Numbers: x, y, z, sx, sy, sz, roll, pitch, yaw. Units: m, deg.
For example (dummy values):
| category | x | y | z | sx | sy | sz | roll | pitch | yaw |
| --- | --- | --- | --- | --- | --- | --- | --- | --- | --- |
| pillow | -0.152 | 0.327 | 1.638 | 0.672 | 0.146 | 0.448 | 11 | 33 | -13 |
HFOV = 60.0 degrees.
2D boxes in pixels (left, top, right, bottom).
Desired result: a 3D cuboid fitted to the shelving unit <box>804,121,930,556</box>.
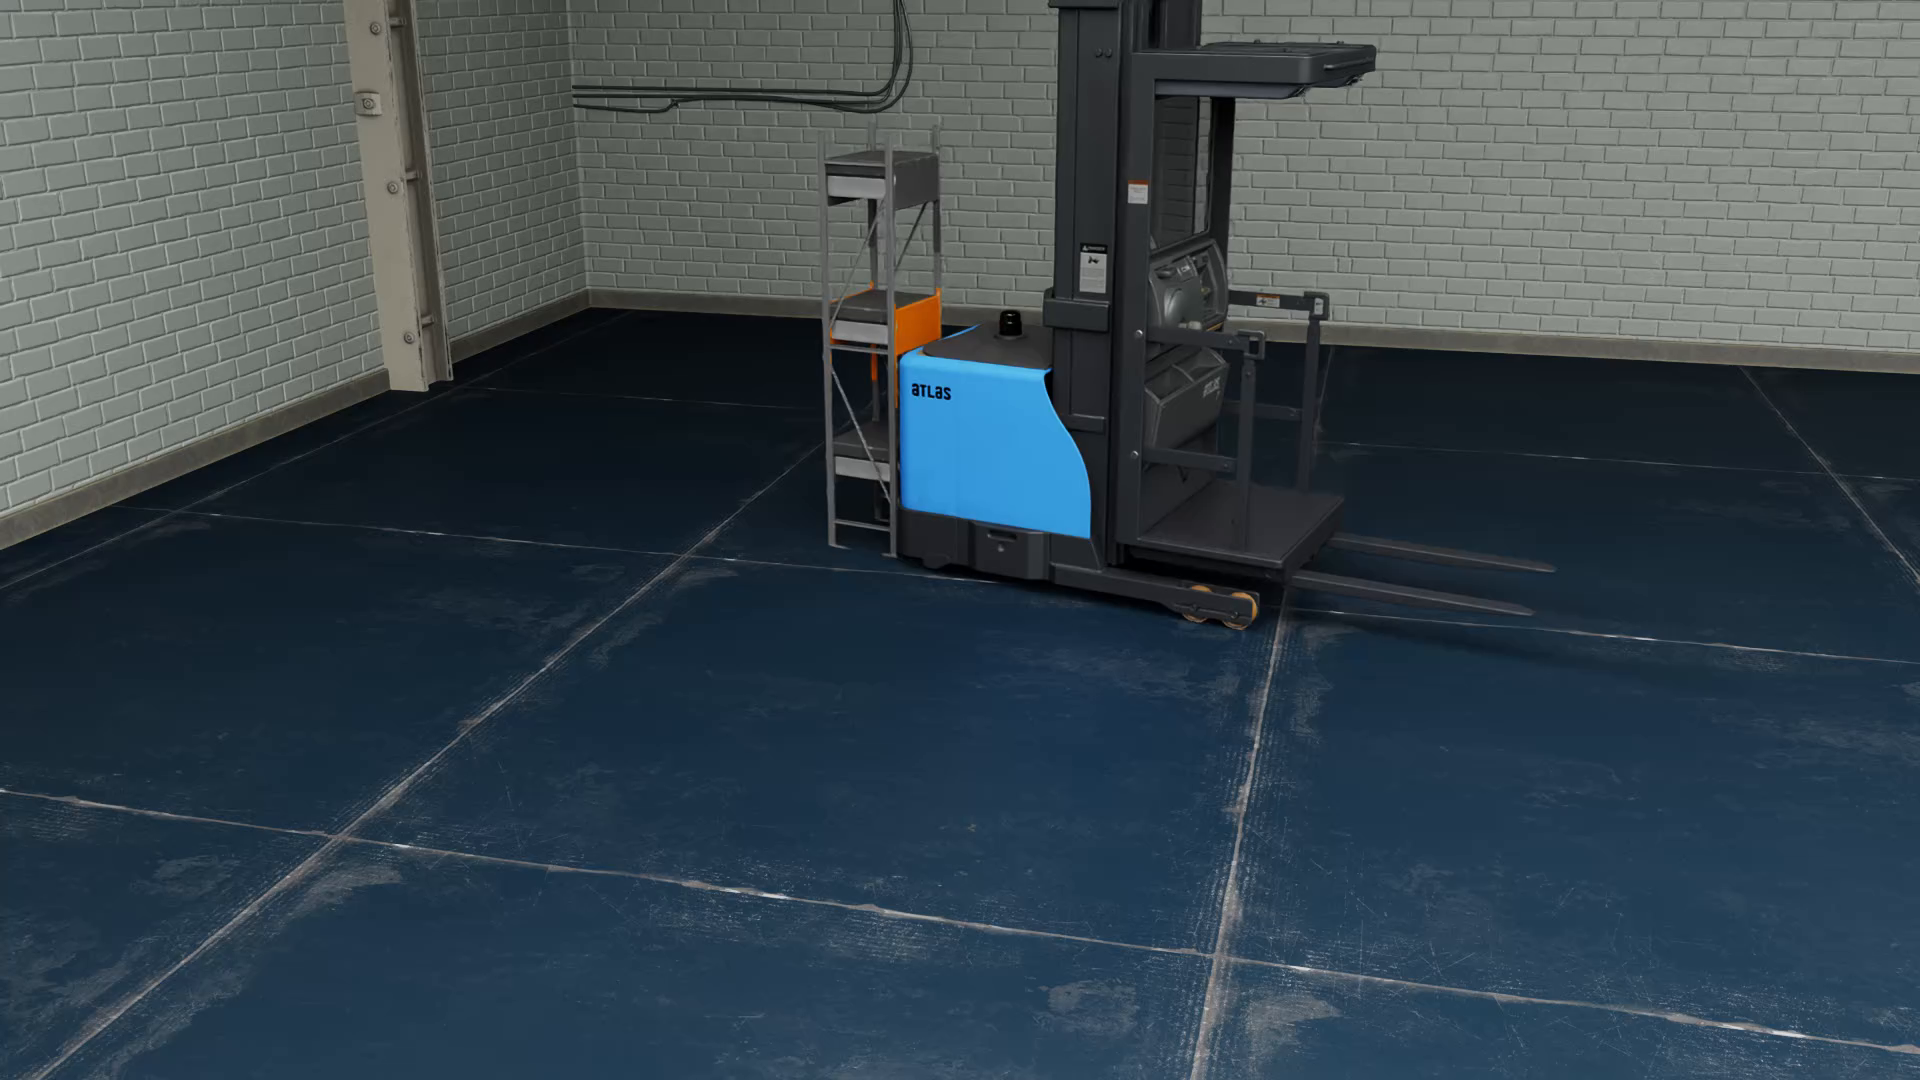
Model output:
| category | x | y | z | sx | sy | sz | roll | pitch | yaw |
| --- | --- | --- | --- | --- | --- | --- | --- | --- | --- |
| shelving unit | -0.454 | -1.014 | 8.409 | 0.431 | 2.100 | 0.503 | 9 | 21 | 25 |

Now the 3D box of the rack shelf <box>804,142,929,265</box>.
| category | x | y | z | sx | sy | sz | roll | pitch | yaw |
| --- | --- | --- | --- | --- | --- | --- | --- | --- | --- |
| rack shelf | -0.454 | -1.664 | 8.187 | 0.431 | 0.518 | 0.480 | 9 | 21 | 25 |

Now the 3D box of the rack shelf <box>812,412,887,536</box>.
| category | x | y | z | sx | sy | sz | roll | pitch | yaw |
| --- | --- | --- | --- | --- | --- | --- | --- | --- | --- |
| rack shelf | -0.454 | -0.339 | 8.639 | 0.431 | 0.518 | 0.480 | 9 | 21 | 25 |

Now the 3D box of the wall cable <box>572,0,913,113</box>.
| category | x | y | z | sx | sy | sz | roll | pitch | yaw |
| --- | --- | --- | --- | --- | --- | --- | --- | --- | --- |
| wall cable | -1.884 | -4.731 | 13.421 | 3.097 | 2.526 | 0.112 | 5 | 19 | 13 |

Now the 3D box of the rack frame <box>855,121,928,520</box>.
| category | x | y | z | sx | sy | sz | roll | pitch | yaw |
| --- | --- | --- | --- | --- | --- | --- | --- | --- | --- |
| rack frame | -0.345 | -1.085 | 8.615 | 0.400 | 2.100 | 0.015 | 9 | 21 | 25 |

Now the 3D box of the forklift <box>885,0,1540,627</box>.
| category | x | y | z | sx | sy | sz | roll | pitch | yaw |
| --- | --- | --- | --- | --- | --- | --- | --- | --- | --- |
| forklift | 1.173 | -1.190 | 7.637 | 3.031 | 2.935 | 1.130 | 10 | 21 | 26 |

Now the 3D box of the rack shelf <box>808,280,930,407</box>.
| category | x | y | z | sx | sy | sz | roll | pitch | yaw |
| --- | --- | --- | --- | --- | --- | --- | --- | --- | --- |
| rack shelf | -0.454 | -1.001 | 8.413 | 0.431 | 0.518 | 0.480 | 9 | 21 | 25 |

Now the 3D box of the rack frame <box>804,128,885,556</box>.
| category | x | y | z | sx | sy | sz | roll | pitch | yaw |
| --- | --- | --- | --- | --- | --- | --- | --- | --- | --- |
| rack frame | -0.563 | -0.944 | 8.202 | 0.400 | 2.100 | 0.015 | 9 | 21 | 25 |

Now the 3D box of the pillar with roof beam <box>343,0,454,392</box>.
| category | x | y | z | sx | sy | sz | roll | pitch | yaw |
| --- | --- | --- | --- | --- | --- | --- | --- | --- | --- |
| pillar with roof beam | 0.289 | -5.042 | 9.526 | 9.100 | 9.000 | 0.400 | 5 | 19 | 13 |
